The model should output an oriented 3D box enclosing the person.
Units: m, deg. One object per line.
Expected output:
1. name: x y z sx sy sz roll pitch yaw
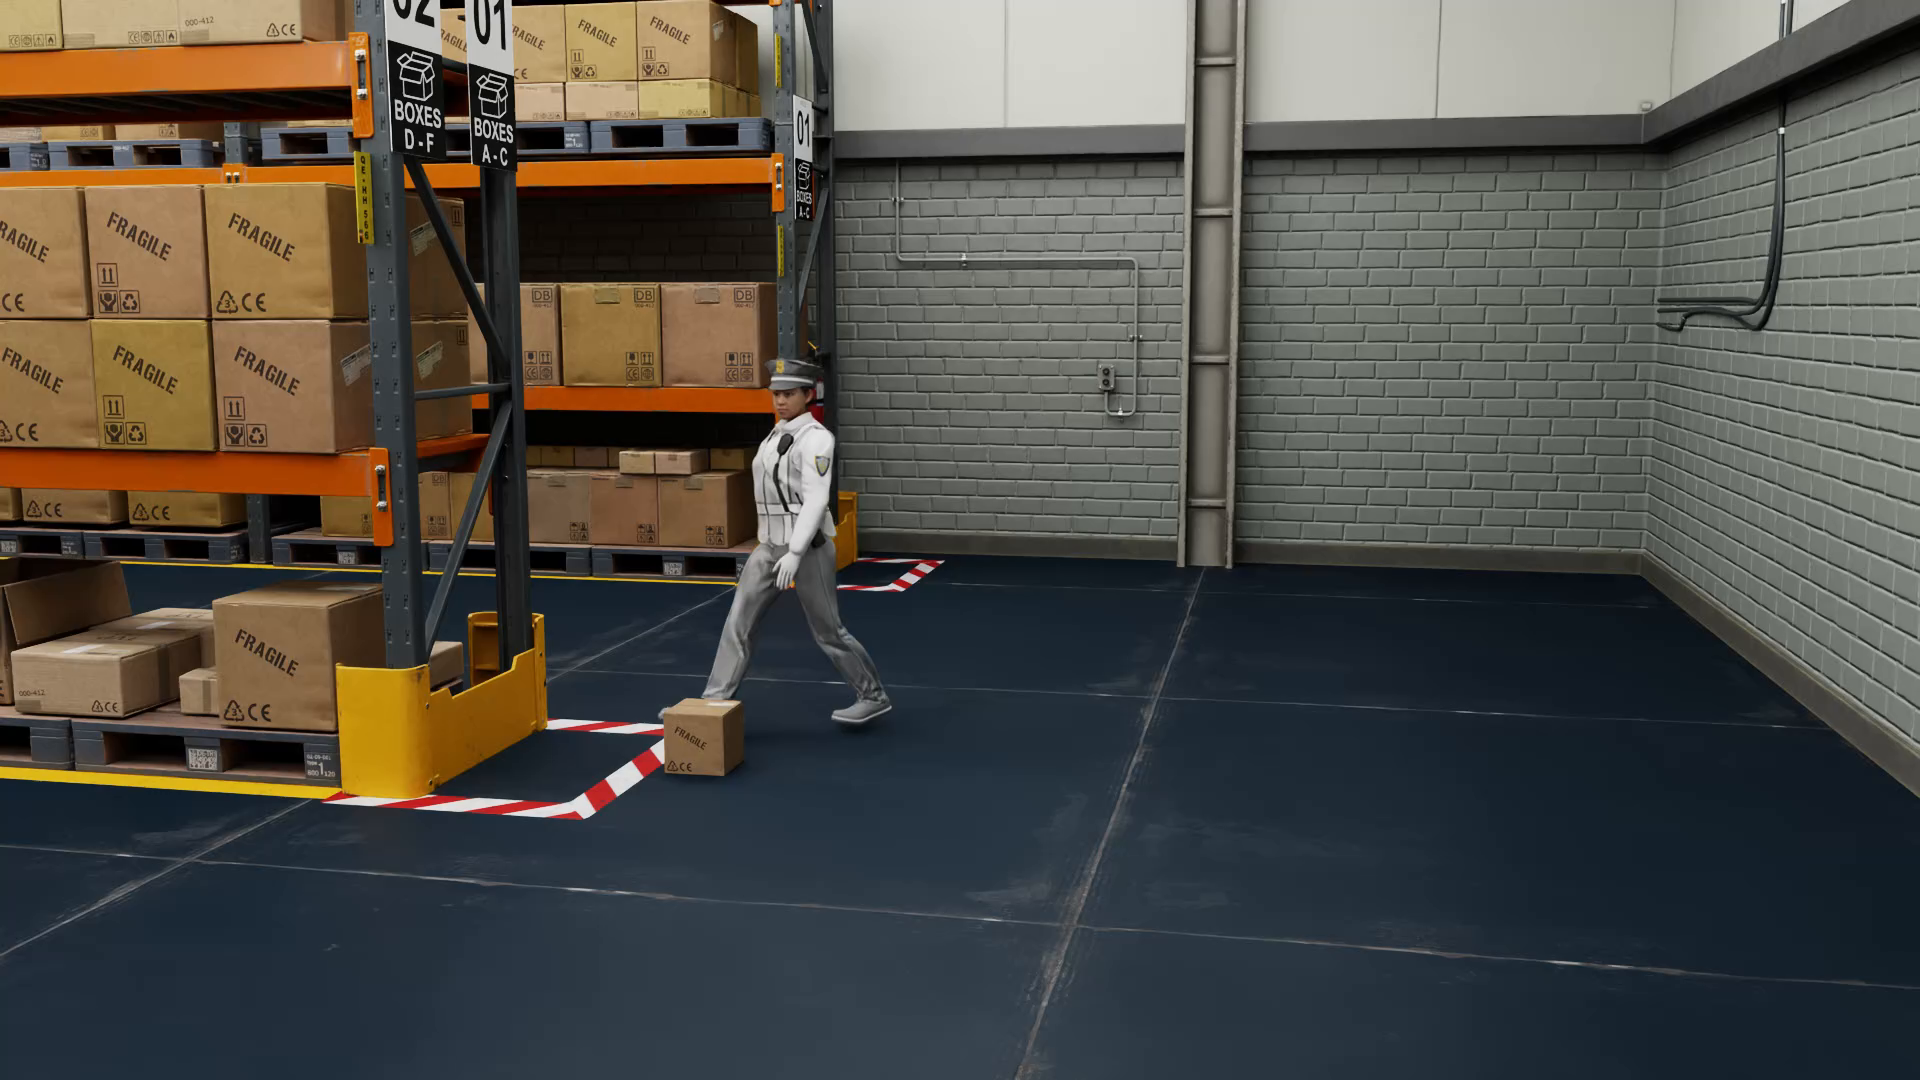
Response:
1. person: -0.785 0.031 7.093 1.004 1.605 0.515 -6 10 -37
